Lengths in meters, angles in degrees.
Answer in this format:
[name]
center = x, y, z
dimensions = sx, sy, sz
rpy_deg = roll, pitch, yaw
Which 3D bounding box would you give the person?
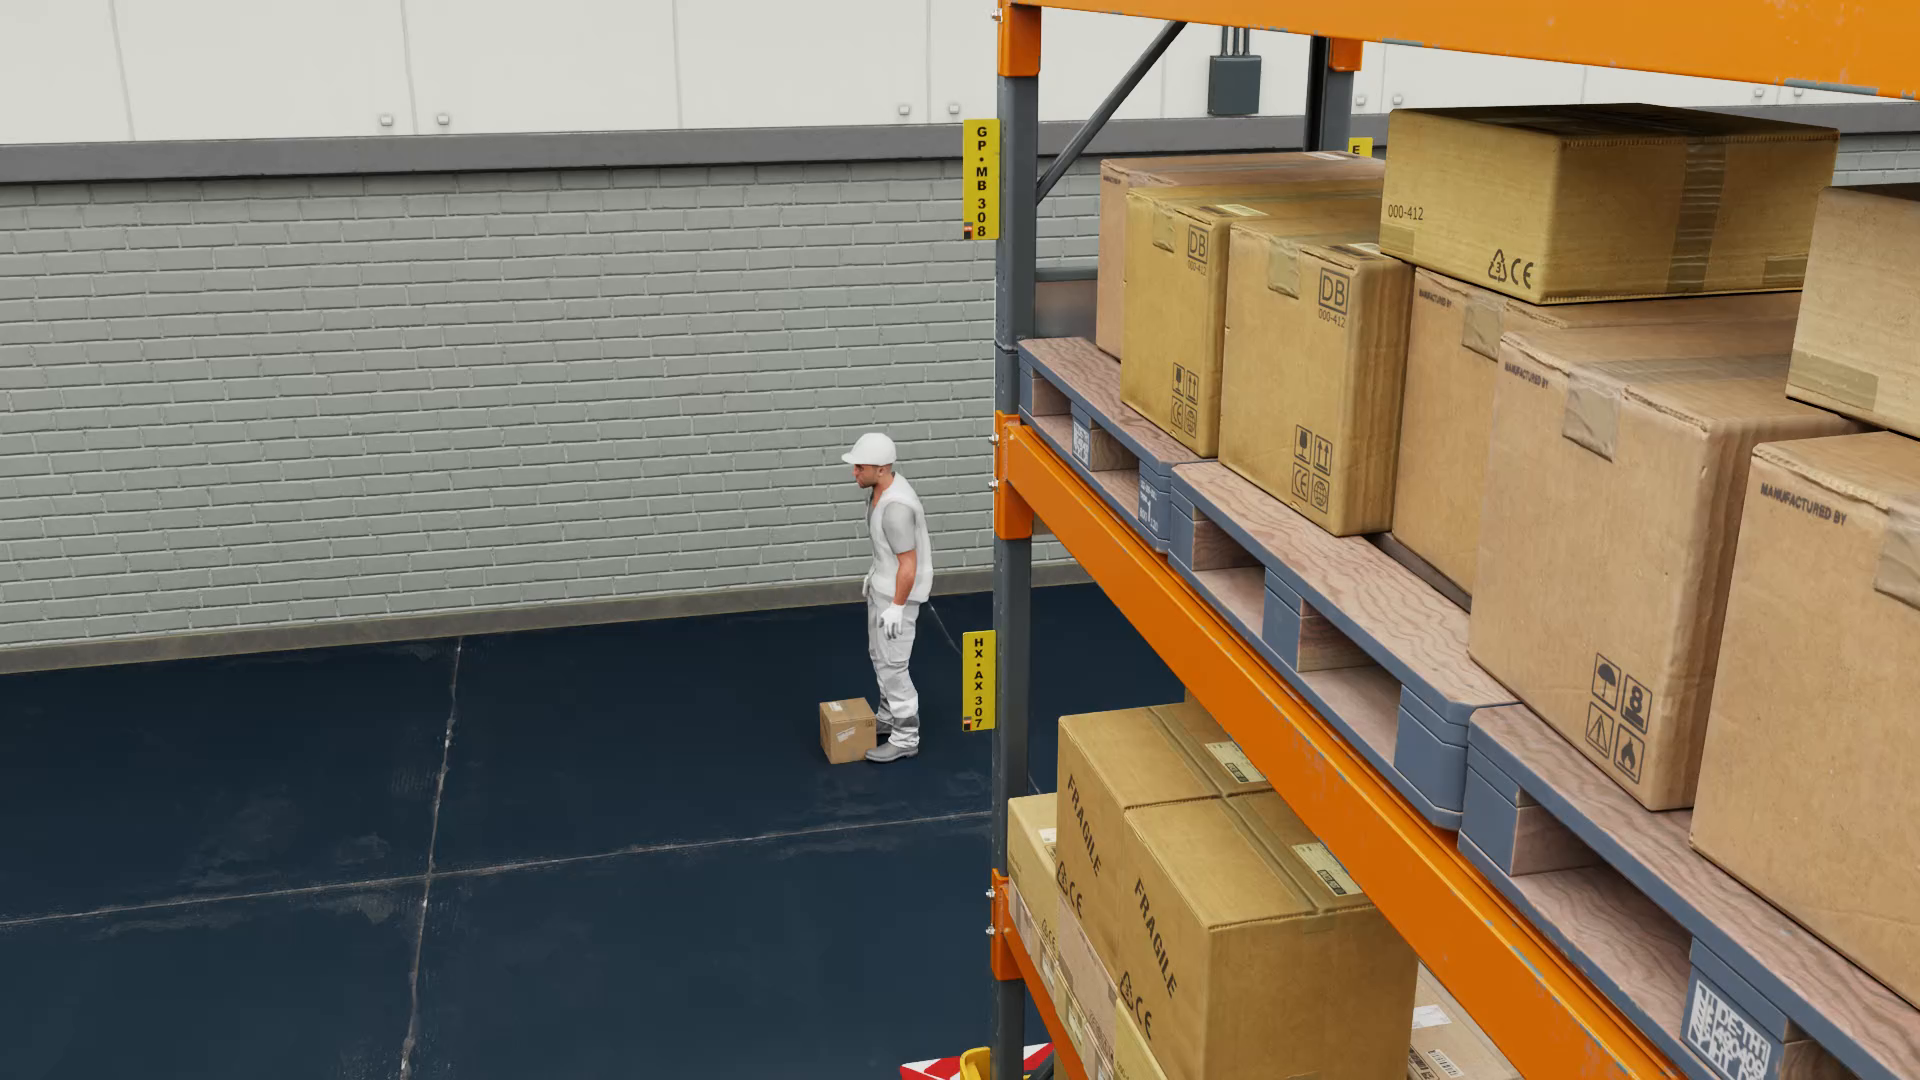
[person]
center = -0.383, 0.288, 8.731
dimensions = 0.454, 1.779, 0.609
rpy_deg = -5, 20, -13
